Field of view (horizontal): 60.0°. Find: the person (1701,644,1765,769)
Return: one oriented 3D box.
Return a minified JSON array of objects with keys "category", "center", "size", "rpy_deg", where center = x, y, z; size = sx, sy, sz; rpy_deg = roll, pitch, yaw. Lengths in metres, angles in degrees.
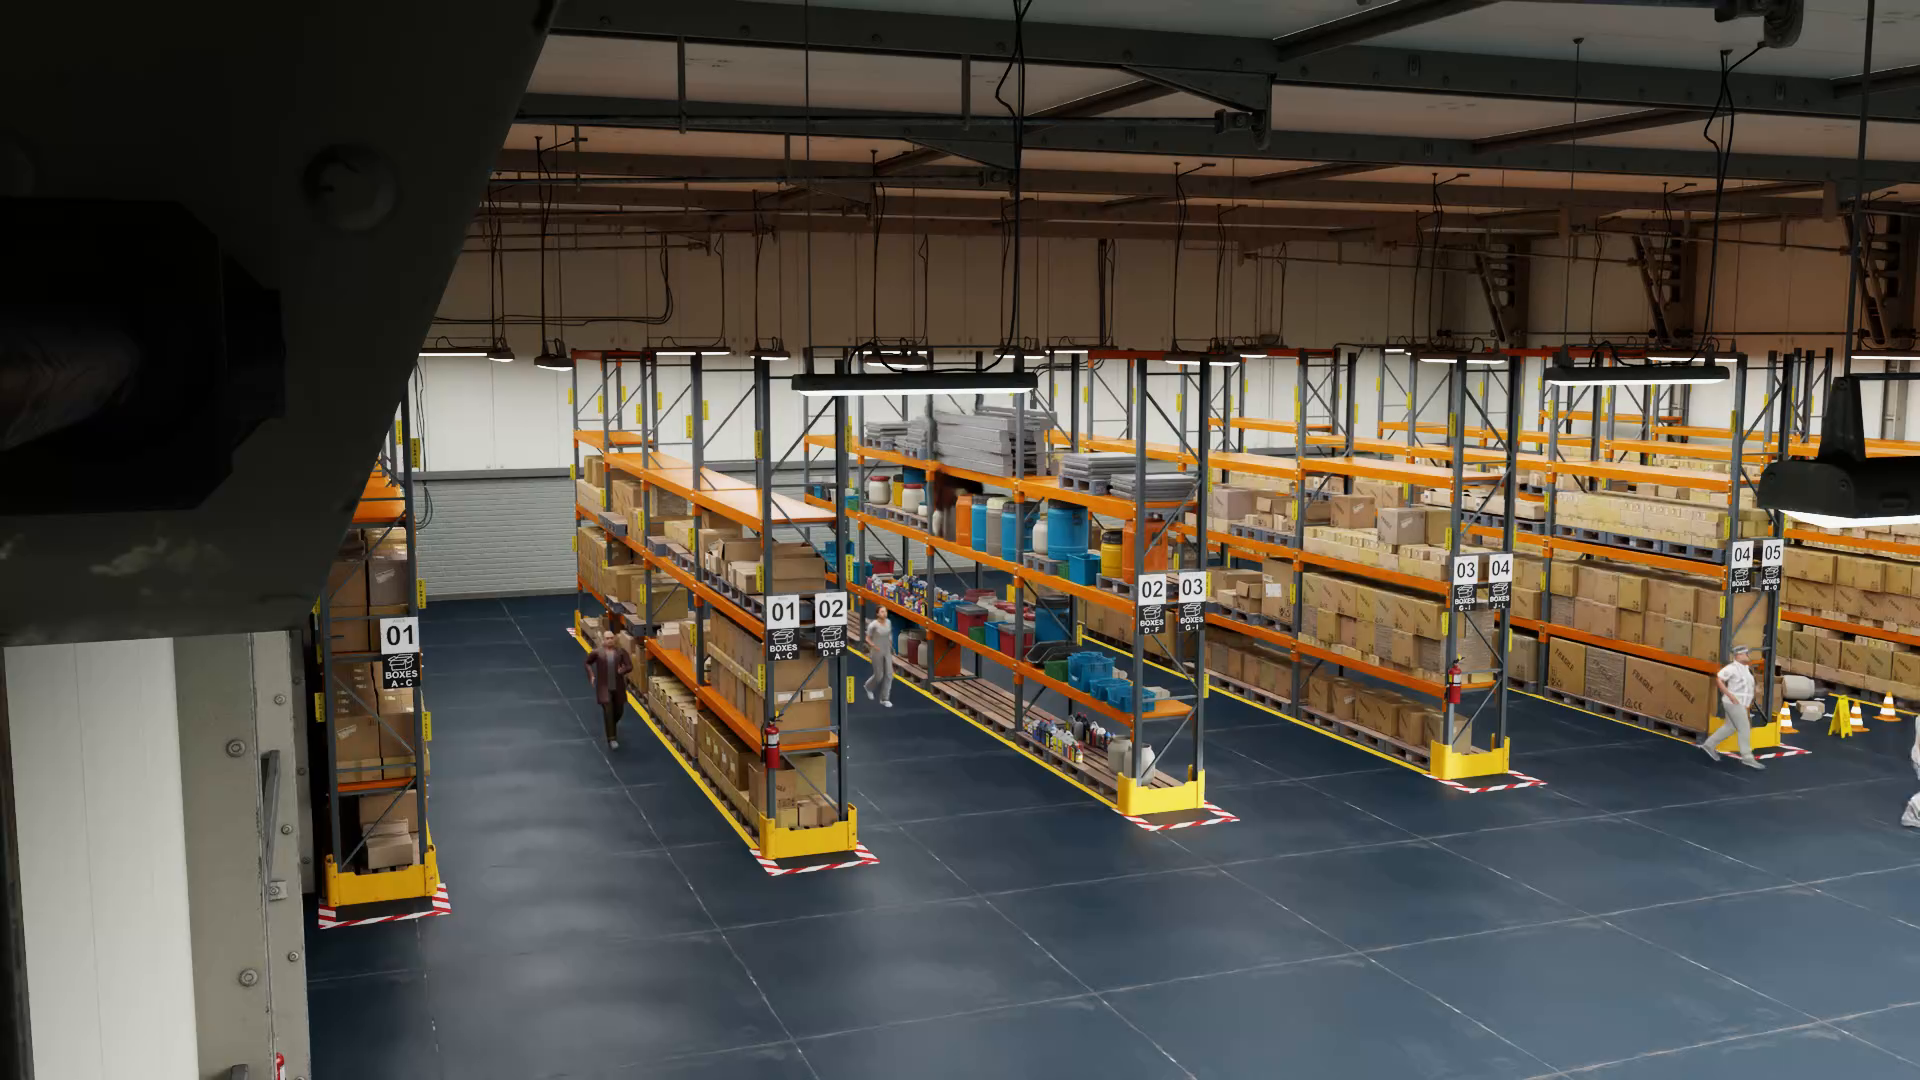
[{"category":"person","center":[11.397,2.396,24.400],"size":[0.911,1.773,0.656],"rpy_deg":[5,9,35]}]

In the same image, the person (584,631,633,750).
[{"category":"person","center":[-5.377,2.269,25.552],"size":[0.714,1.754,1.033],"rpy_deg":[-3,8,-23]}]

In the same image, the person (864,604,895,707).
[{"category":"person","center":[-1.308,1.860,27.151],"size":[0.554,1.655,0.721],"rpy_deg":[-5,9,-33]}]

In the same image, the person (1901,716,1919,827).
[{"category":"person","center":[12.434,2.839,21.294],"size":[0.590,1.719,0.608],"rpy_deg":[1,7,10]}]
